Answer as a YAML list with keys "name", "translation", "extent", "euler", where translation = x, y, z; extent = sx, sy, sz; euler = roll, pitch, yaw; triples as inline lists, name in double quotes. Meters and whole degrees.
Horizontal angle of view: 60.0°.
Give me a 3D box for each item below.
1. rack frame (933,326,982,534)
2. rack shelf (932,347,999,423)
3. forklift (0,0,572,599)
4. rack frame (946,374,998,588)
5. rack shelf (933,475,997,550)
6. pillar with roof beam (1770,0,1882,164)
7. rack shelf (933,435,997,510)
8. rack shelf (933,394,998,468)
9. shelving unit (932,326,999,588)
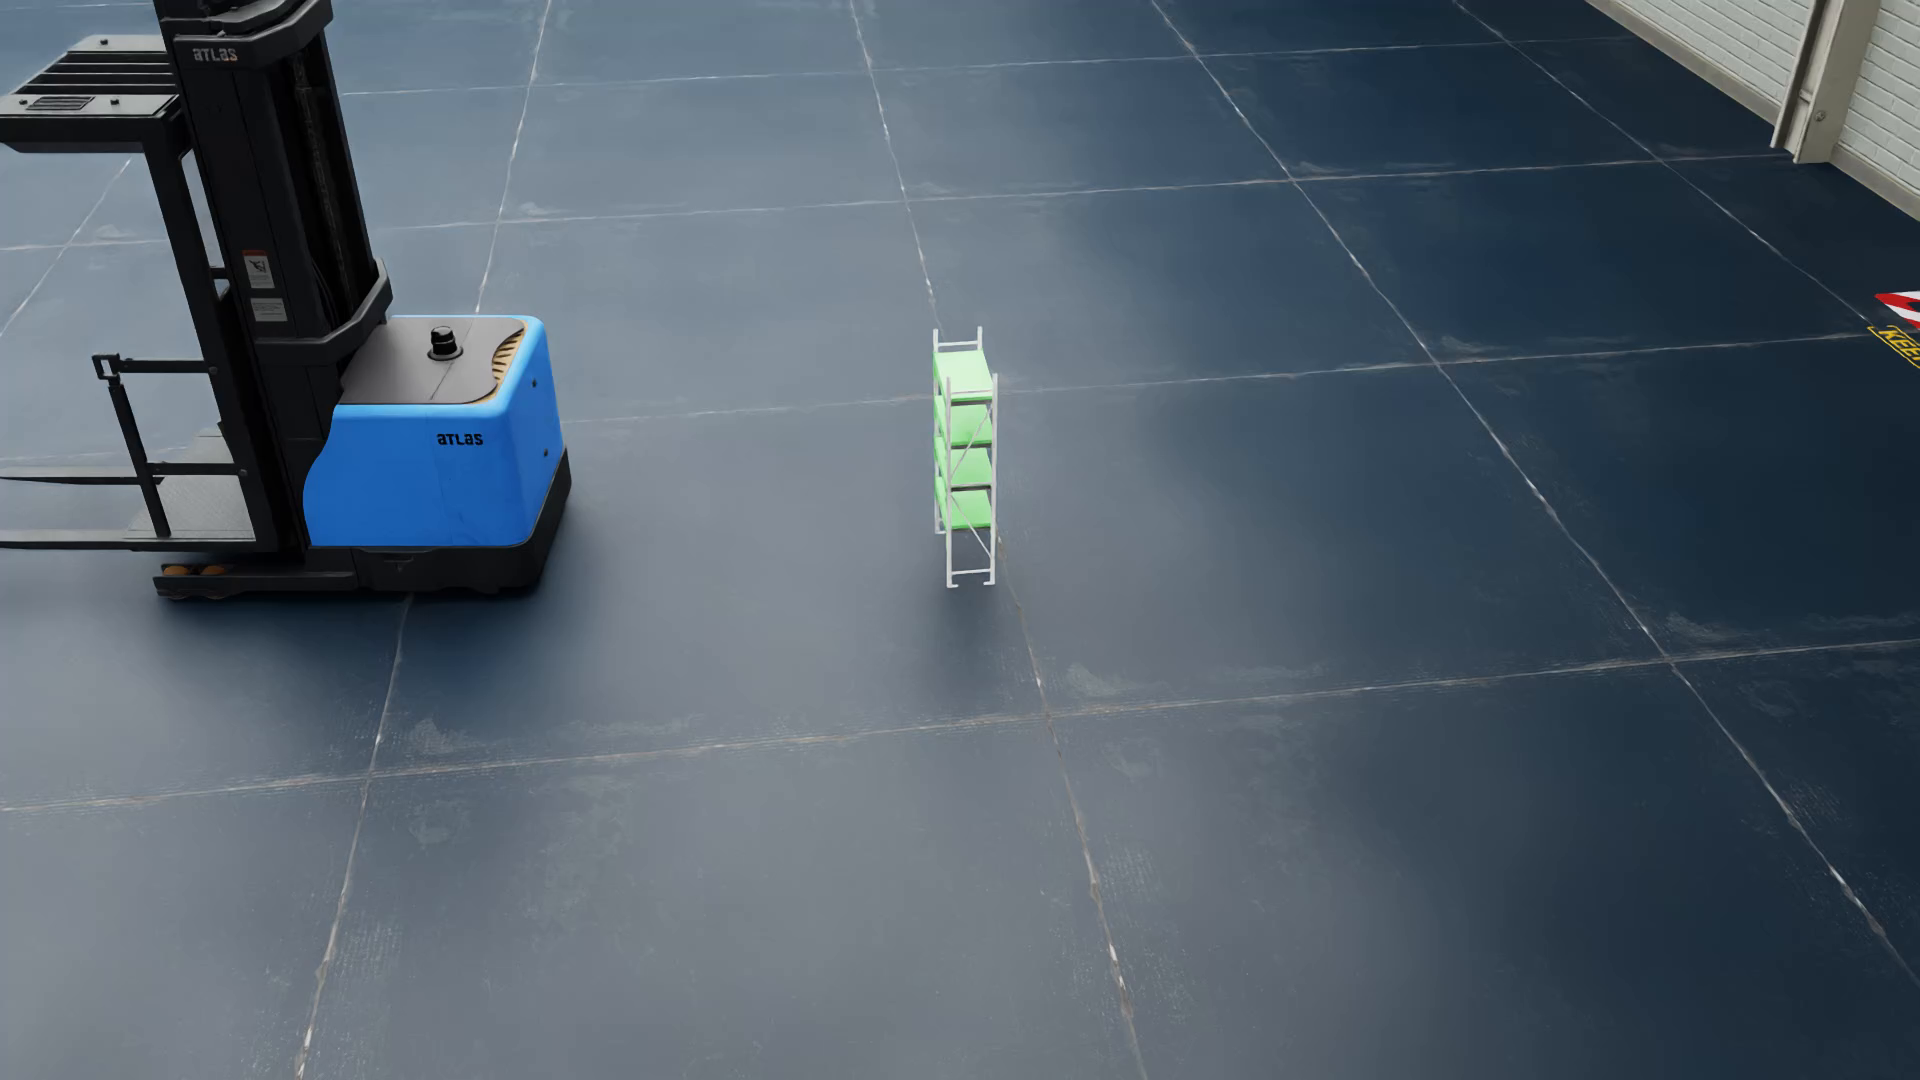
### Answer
- name: "rack frame"
  translation: [-0.011, -0.540, 8.476]
  extent: [0.240, 1.200, 0.015]
  euler: [-4, 35, -6]
- name: "rack shelf"
  translation: [0.022, -0.747, 8.042]
  extent: [0.258, 0.148, 0.480]
  euler: [-4, 35, -6]
- name: "forklift"
  translation: [-3.631, -1.213, 7.928]
  extent: [3.031, 2.935, 1.130]
  euler: [0, 34, 0]
- name: "rack frame"
  translation: [0.055, -0.267, 8.077]
  extent: [0.240, 1.200, 0.015]
  euler: [-4, 35, -6]
- name: "rack shelf"
  translation: [0.022, -0.152, 8.448]
  extent: [0.258, 0.148, 0.480]
  euler: [-4, 35, -6]
- name: "pillar with roof beam"
  translation: [2.449, -6.480, 10.268]
  extent: [9.100, 9.000, 0.400]
  euler: [-4, 35, -6]
- name: "rack shelf"
  translation: [0.022, -0.351, 8.313]
  extent: [0.258, 0.148, 0.480]
  euler: [-4, 35, -6]
- name: "rack shelf"
  translation: [0.022, -0.549, 8.177]
  extent: [0.258, 0.148, 0.480]
  euler: [-4, 35, -6]
- name: "shelving unit"
  translation: [0.022, -0.403, 8.277]
  extent: [0.258, 1.200, 0.503]
  euler: [-4, 35, -6]
